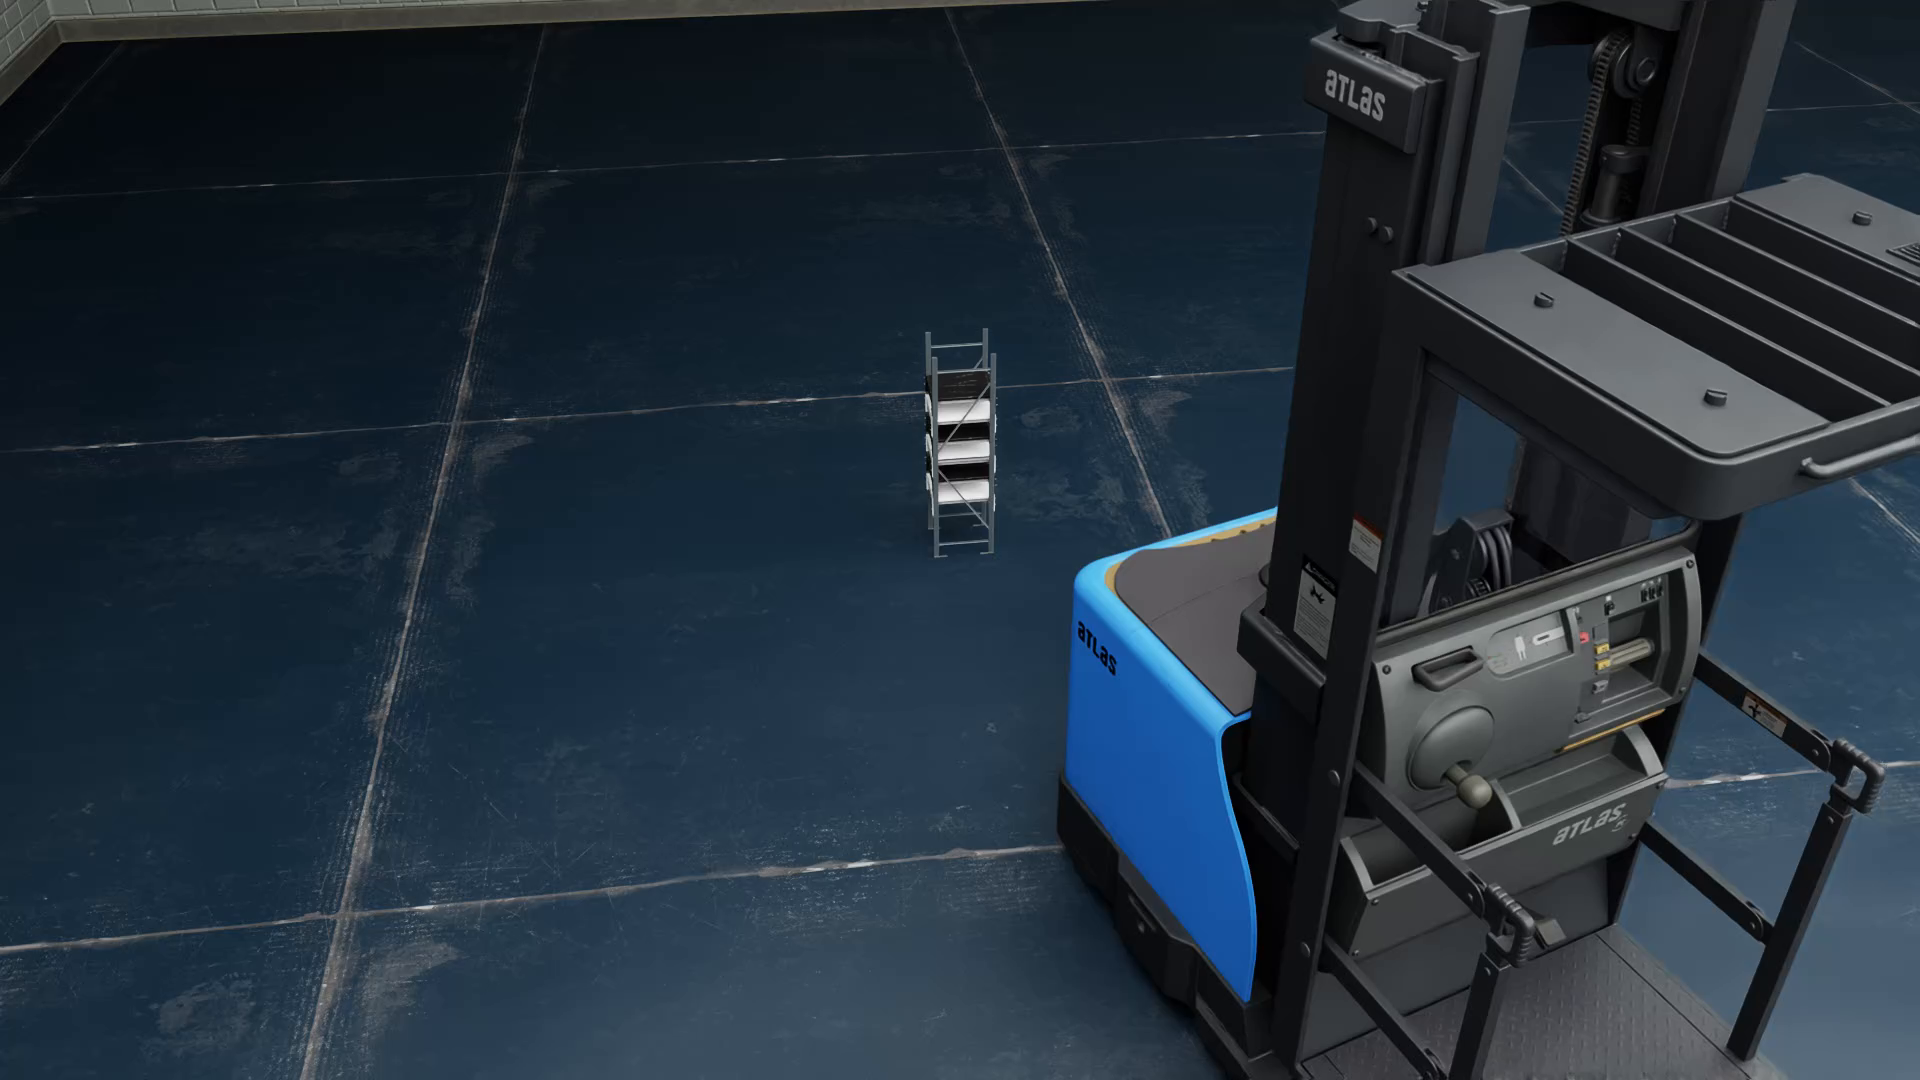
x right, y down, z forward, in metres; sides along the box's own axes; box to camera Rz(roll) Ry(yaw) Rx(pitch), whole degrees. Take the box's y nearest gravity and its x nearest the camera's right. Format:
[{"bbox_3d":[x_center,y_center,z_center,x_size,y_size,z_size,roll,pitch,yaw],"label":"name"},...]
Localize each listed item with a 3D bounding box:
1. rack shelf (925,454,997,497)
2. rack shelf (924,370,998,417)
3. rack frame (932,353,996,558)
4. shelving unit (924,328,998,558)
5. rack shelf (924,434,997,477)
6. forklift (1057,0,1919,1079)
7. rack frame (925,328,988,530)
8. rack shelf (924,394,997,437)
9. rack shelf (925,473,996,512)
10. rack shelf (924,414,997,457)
[{"bbox_3d":[0.001,-0.265,6.559,0.258,0.077,0.200,-4,35,-6],"label":"rack shelf"},{"bbox_3d":[0.001,-0.563,6.357,0.258,0.077,0.200,-4,35,-6],"label":"rack shelf"},{"bbox_3d":[0.015,-0.311,6.407,0.240,0.900,0.006,-4,35,-6],"label":"rack frame"},{"bbox_3d":[0.001,-0.367,6.490,0.258,0.900,0.210,-4,35,-6],"label":"shelving unit"},{"bbox_3d":[0.001,-0.340,6.509,0.258,0.077,0.200,-4,35,-6],"label":"rack shelf"},{"bbox_3d":[1.413,0.372,3.601,1.130,2.935,3.031,-16,37,-22],"label":"forklift"},{"bbox_3d":[-0.013,-0.424,6.573,0.240,0.900,0.006,-4,35,-6],"label":"rack frame"},{"bbox_3d":[0.001,-0.489,6.407,0.258,0.077,0.200,-4,35,-6],"label":"rack shelf"},{"bbox_3d":[0.001,-0.191,6.610,0.258,0.077,0.200,-4,35,-6],"label":"rack shelf"},{"bbox_3d":[0.001,-0.414,6.458,0.258,0.077,0.200,-4,35,-6],"label":"rack shelf"}]
